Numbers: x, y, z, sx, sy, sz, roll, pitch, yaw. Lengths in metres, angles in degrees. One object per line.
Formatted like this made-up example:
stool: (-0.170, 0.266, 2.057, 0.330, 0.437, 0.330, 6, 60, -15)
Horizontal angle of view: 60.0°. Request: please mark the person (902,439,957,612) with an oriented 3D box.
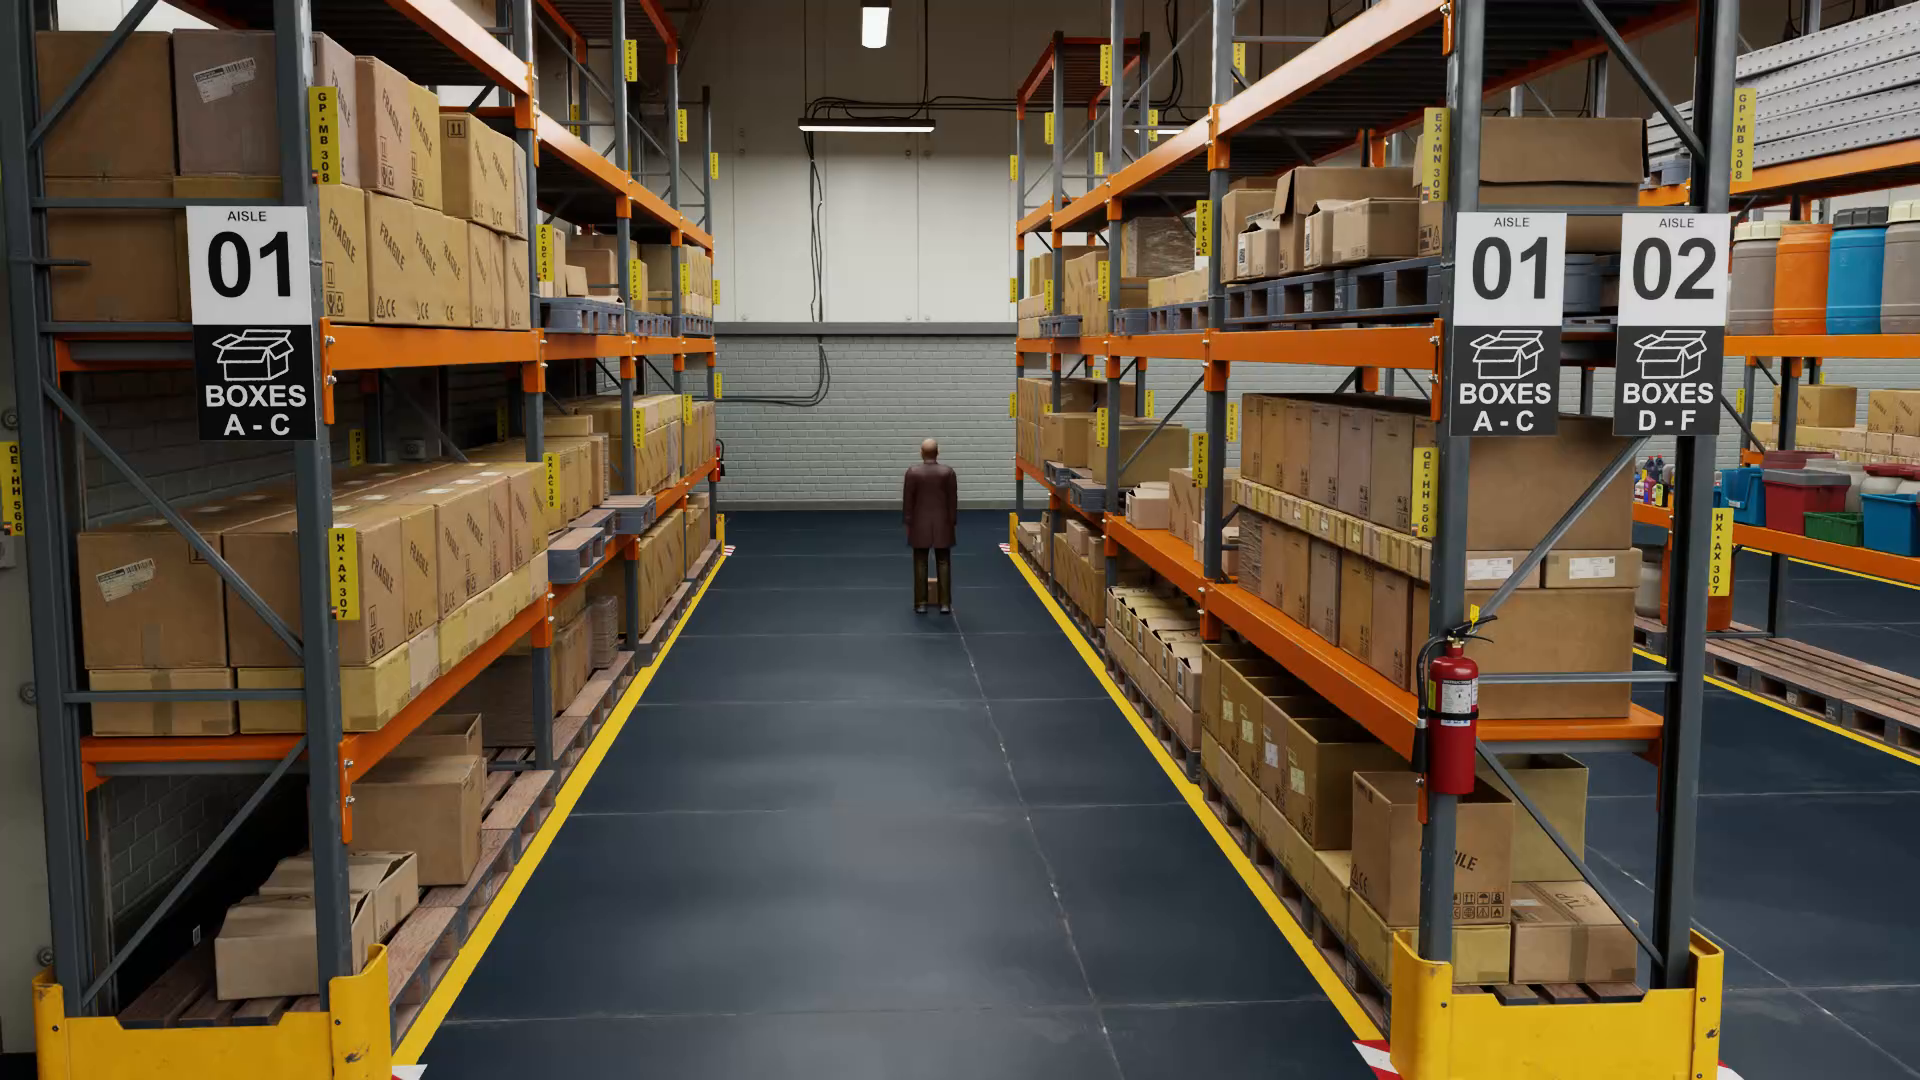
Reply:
person: (-0.310, -0.144, 17.083, 0.562, 1.782, 0.381, 0, 7, -3)
